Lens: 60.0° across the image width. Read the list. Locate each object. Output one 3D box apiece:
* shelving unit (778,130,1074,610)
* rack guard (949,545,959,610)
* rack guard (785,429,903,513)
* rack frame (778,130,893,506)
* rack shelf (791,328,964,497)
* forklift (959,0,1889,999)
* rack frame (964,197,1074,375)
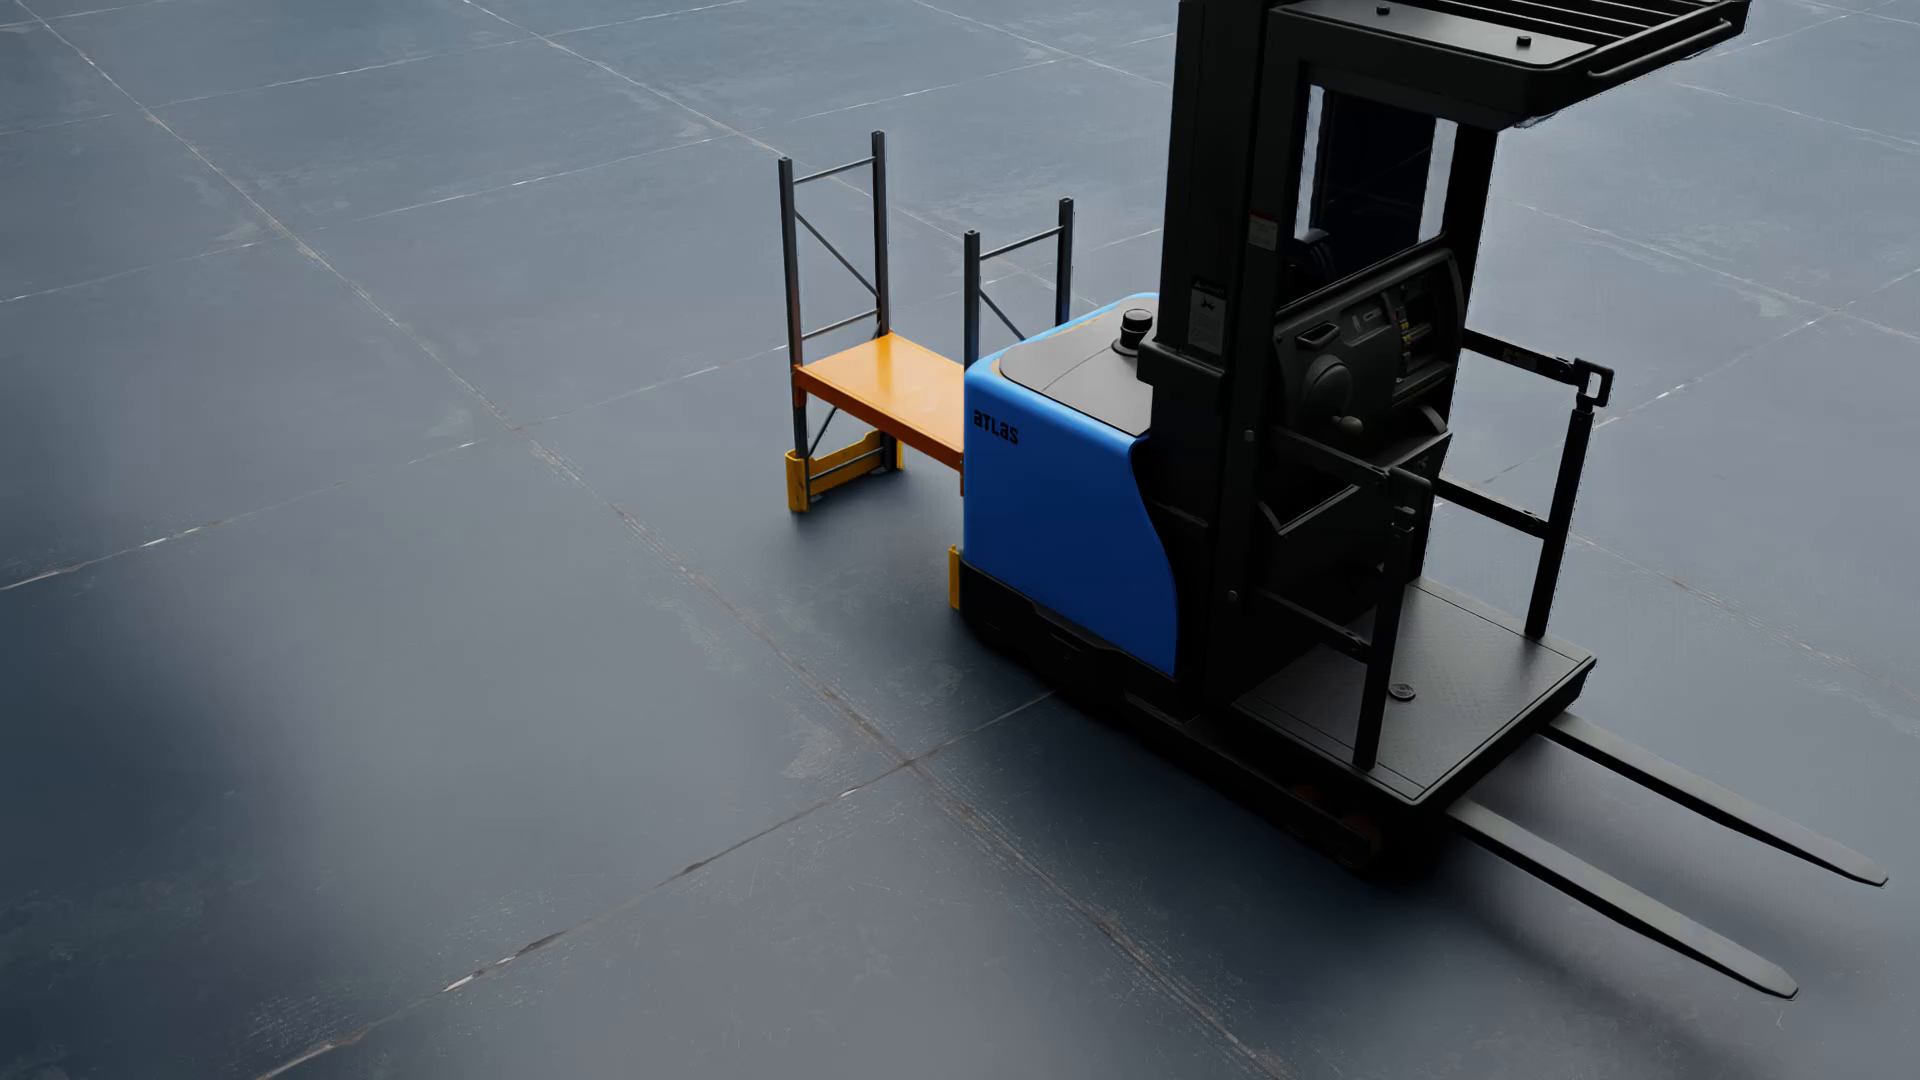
[{"bbox_3d":[-0.146,-0.676,6.417,0.587,1.500,1.083,-26,40,-35],"label":"shelving unit"},{"bbox_3d":[0.194,0.047,6.437,0.587,0.250,0.087,-26,40,-35],"label":"rack guard"},{"bbox_3d":[-0.485,-0.337,7.056,0.587,0.250,0.087,-26,40,-35],"label":"rack guard"},{"bbox_3d":[-0.486,-0.869,6.727,0.500,1.500,0.032,-26,40,-35],"label":"rack frame"},{"bbox_3d":[-0.139,-0.520,6.506,0.538,0.185,1.000,-26,40,-35],"label":"rack shelf"},{"bbox_3d":[1.380,-0.545,4.849,1.130,2.935,3.031,-27,41,-36],"label":"forklift"},{"bbox_3d":[0.207,-0.476,6.095,0.500,1.500,0.032,-26,40,-35],"label":"rack frame"}]
